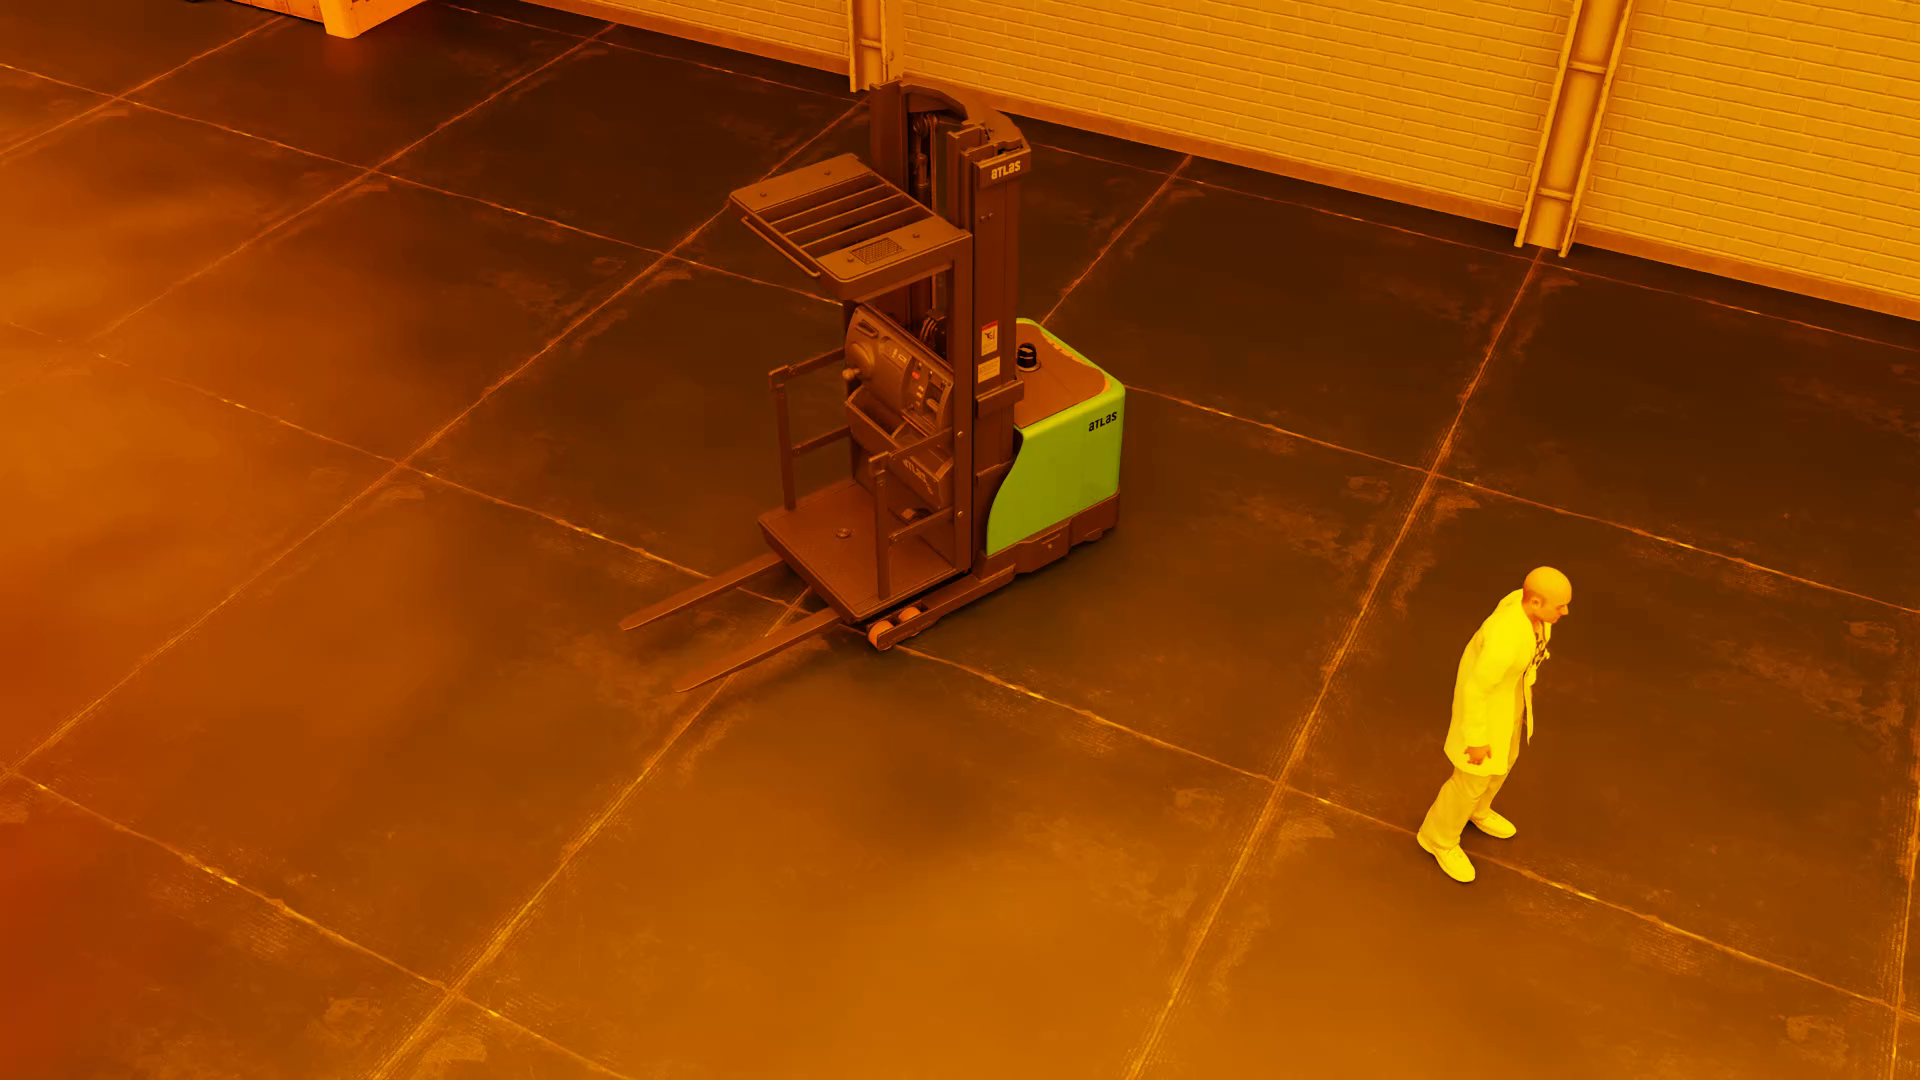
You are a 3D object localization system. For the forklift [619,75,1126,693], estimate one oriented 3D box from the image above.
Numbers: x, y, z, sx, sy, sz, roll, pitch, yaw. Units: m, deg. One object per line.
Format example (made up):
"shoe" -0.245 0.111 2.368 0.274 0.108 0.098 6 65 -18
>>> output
"forklift" -0.506 -0.880 9.032 3.031 2.935 1.130 -25 46 -27

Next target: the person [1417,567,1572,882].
"person" 2.564 0.814 7.919 0.436 1.772 0.649 29 48 30
